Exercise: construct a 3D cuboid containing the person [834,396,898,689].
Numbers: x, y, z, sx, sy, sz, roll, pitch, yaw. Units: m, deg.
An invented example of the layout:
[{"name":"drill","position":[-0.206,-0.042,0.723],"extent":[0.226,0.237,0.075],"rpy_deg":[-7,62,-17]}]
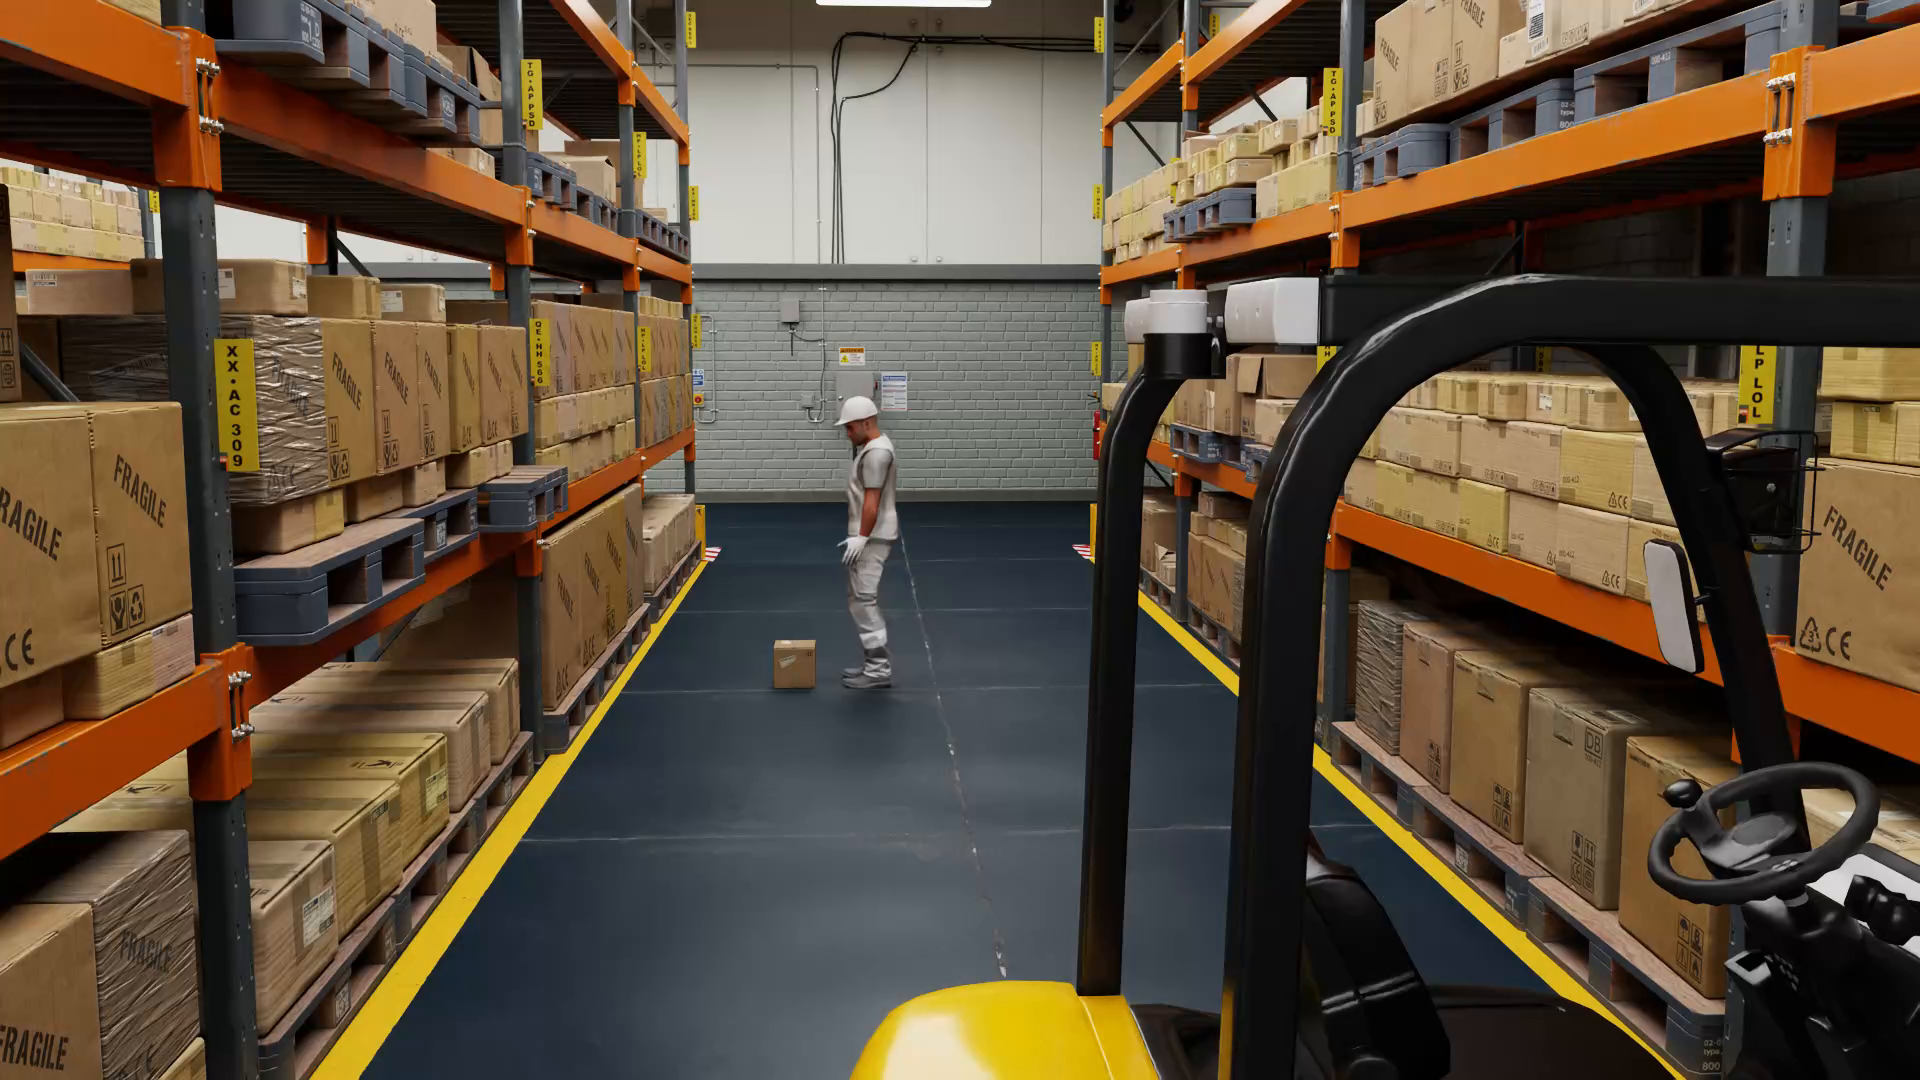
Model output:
[{"name":"person","position":[-0.570,0.010,10.155],"extent":[0.388,1.769,0.533],"rpy_deg":[0,7,-3]}]
